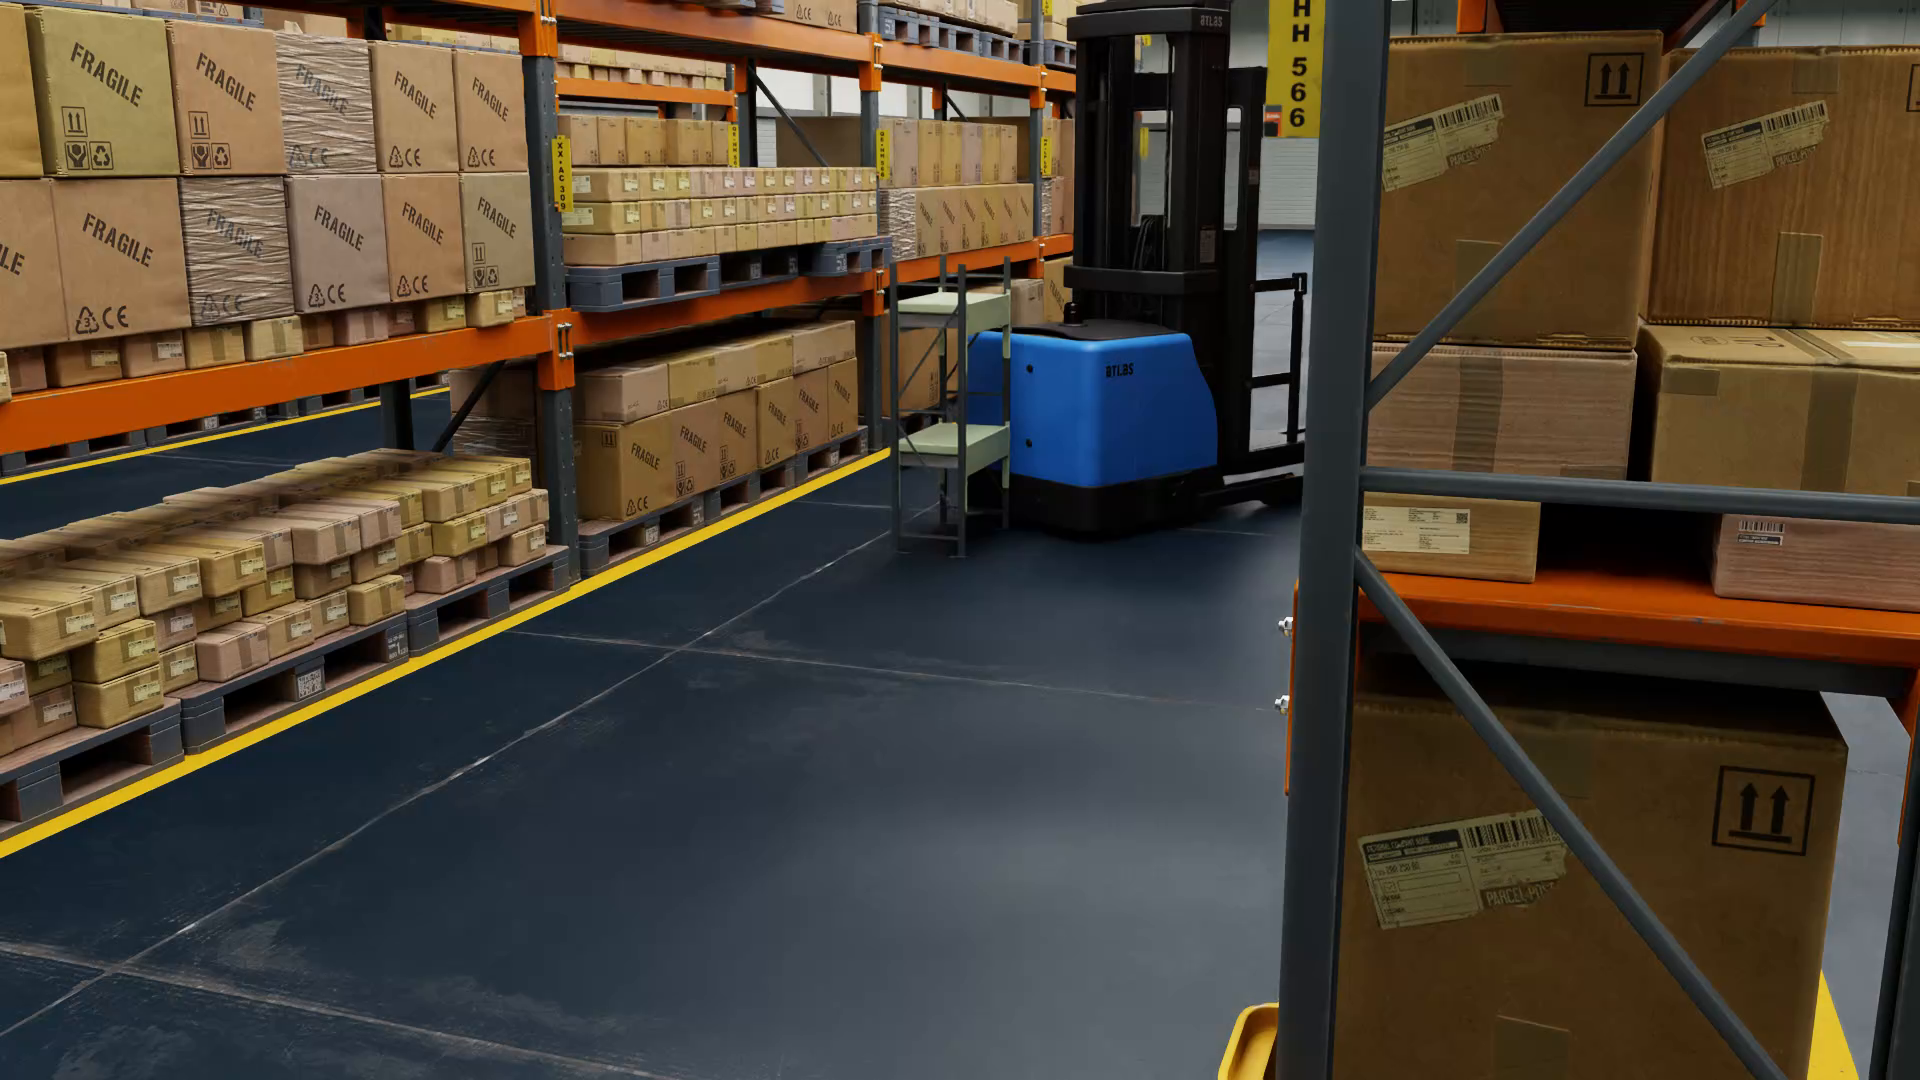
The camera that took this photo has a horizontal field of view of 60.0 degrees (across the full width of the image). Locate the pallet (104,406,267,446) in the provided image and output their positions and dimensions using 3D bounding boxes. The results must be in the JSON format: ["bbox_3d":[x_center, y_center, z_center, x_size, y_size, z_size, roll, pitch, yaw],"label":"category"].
[{"bbox_3d":[-6.084,-0.938,12.624,1.003,0.211,1.213,4,14,18],"label":"pallet"}]

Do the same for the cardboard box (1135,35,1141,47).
[{"bbox_3d":[1.653,-5.472,17.981,0.500,0.250,0.500,5,14,19],"label":"cardboard box"}]

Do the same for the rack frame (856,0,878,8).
[{"bbox_3d":[-1.041,-5.048,10.881,1.000,3.000,0.127,4,14,18],"label":"rack frame"}]

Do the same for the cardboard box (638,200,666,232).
[{"bbox_3d":[-1.691,-1.613,8.265,0.380,0.149,0.250,4,13,17],"label":"cardboard box"}]

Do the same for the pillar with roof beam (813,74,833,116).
[{"bbox_3d":[0.952,-10.822,36.180,9.100,9.000,0.400,4,14,18],"label":"pillar with roof beam"}]

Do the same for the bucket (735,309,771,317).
[{"bbox_3d":[-1.884,-2.305,16.286,0.726,0.611,0.620,10,26,38],"label":"bucket"}]

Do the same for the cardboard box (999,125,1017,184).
[{"bbox_3d":[0.098,-3.396,14.656,0.700,0.500,0.500,4,13,17],"label":"cardboard box"}]

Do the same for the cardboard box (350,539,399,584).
[{"bbox_3d":[-2.520,0.065,6.757,0.380,0.149,0.250,5,14,20],"label":"cardboard box"}]

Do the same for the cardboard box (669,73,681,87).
[{"bbox_3d":[-3.368,-5.175,18.742,0.380,0.149,0.250,4,14,18],"label":"cardboard box"}]

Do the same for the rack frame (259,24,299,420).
[{"bbox_3d":[-5.758,-2.458,13.017,1.000,3.000,0.127,4,14,18],"label":"rack frame"}]

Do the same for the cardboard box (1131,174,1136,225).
[{"bbox_3d":[1.470,-3.799,18.555,0.875,0.550,0.550,4,14,18],"label":"cardboard box"}]

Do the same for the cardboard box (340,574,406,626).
[{"bbox_3d":[-2.475,0.229,6.705,0.380,0.149,0.250,4,14,18],"label":"cardboard box"}]

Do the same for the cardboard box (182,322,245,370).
[{"bbox_3d":[-2.758,-0.693,5.847,0.380,0.149,0.250,5,14,20],"label":"cardboard box"}]

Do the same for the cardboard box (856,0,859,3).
[{"bbox_3d":[-0.782,-3.775,11.442,0.380,0.149,0.250,4,13,16],"label":"cardboard box"}]

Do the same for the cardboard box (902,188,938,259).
[{"bbox_3d":[-0.479,-2.354,12.336,0.500,0.500,0.500,4,14,18],"label":"cardboard box"}]

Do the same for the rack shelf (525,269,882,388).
[{"bbox_3d":[-1.688,-1.351,9.784,1.077,0.370,4.000,4,14,18],"label":"rack shelf"}]

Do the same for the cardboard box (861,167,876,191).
[{"bbox_3d":[-0.766,-2.359,10.867,0.380,0.149,0.250,4,13,16],"label":"cardboard box"}]

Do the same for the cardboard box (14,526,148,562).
[{"bbox_3d":[-3.231,0.056,6.126,0.380,0.149,0.250,4,13,17],"label":"cardboard box"}]

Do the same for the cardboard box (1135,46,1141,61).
[{"bbox_3d":[1.760,-5.306,18.151,0.380,0.149,0.250,4,14,18],"label":"cardboard box"}]

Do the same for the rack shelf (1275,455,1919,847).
[{"bbox_3d":[1.678,-0.131,4.436,1.077,0.370,4.000,4,14,18],"label":"rack shelf"}]

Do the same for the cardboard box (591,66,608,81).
[{"bbox_3d":[-3.899,-4.849,17.317,0.380,0.149,0.250,5,14,20],"label":"cardboard box"}]

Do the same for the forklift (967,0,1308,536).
[{"bbox_3d":[1.457,-1.705,9.872,3.031,2.935,1.130,-11,17,-41],"label":"forklift"}]

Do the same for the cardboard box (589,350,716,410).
[{"bbox_3d":[-1.676,-0.881,9.097,0.500,0.250,0.500,5,14,20],"label":"cardboard box"}]

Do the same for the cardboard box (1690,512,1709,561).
[{"bbox_3d":[1.540,-0.043,2.999,0.380,0.149,0.250,4,13,18],"label":"cardboard box"}]

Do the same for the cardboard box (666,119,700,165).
[{"bbox_3d":[-3.366,-4.480,18.734,0.700,0.500,0.500,4,14,18],"label":"cardboard box"}]

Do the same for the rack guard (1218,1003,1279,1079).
[{"bbox_3d":[1.023,1.164,2.767,1.175,0.500,0.348,4,14,18],"label":"rack guard"}]

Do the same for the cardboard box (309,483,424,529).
[{"bbox_3d":[-2.481,-0.133,6.958,0.380,0.149,0.250,5,14,20],"label":"cardboard box"}]

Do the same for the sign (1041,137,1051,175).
[{"bbox_3d":[0.770,-3.454,14.956,0.100,0.325,0.005,4,14,18],"label":"sign"}]

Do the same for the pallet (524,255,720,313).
[{"bbox_3d":[-1.950,-1.338,8.539,1.003,0.211,1.213,4,14,18],"label":"pallet"}]

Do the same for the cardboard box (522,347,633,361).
[{"bbox_3d":[-2.155,-0.915,9.243,0.500,0.250,0.500,5,14,21],"label":"cardboard box"}]

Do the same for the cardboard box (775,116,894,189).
[{"bbox_3d":[-0.886,-2.753,11.837,0.700,0.500,0.500,4,14,18],"label":"cardboard box"}]

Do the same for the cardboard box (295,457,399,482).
[{"bbox_3d":[-2.788,-0.274,7.575,0.380,0.149,0.250,5,14,21],"label":"cardboard box"}]

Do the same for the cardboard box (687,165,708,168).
[{"bbox_3d":[-3.250,-4.097,19.304,0.500,0.500,0.500,4,14,19],"label":"cardboard box"}]

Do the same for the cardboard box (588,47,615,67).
[{"bbox_3d":[-3.904,-5.017,17.155,0.500,0.250,0.500,4,14,18],"label":"cardboard box"}]

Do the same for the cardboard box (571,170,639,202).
[{"bbox_3d":[-1.773,-1.703,7.992,0.380,0.149,0.250,5,14,21],"label":"cardboard box"}]

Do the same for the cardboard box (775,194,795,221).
[{"bbox_3d":[-1.185,-1.942,9.707,0.380,0.149,0.250,5,14,20],"label":"cardboard box"}]

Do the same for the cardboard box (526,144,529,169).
[{"bbox_3d":[-4.396,-3.585,16.117,0.500,0.500,0.500,4,13,17],"label":"cardboard box"}]

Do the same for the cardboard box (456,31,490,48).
[{"bbox_3d":[-4.684,-4.655,15.293,0.500,0.250,0.500,5,14,19],"label":"cardboard box"}]

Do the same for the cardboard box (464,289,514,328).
[{"bbox_3d":[-2.187,-1.019,7.277,0.380,0.149,0.250,4,13,17],"label":"cardboard box"}]

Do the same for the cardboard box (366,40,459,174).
[{"bbox_3d":[-2.394,-1.734,6.706,0.500,0.500,0.500,4,13,17],"label":"cardboard box"}]

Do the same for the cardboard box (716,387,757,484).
[{"bbox_3d":[-1.519,-0.626,9.664,0.500,0.500,0.500,5,14,19],"label":"cardboard box"}]

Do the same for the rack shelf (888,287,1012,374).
[{"bbox_3d":[-0.041,-1.106,8.707,0.431,0.370,0.720,4,14,19],"label":"rack shelf"}]

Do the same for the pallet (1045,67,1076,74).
[{"bbox_3d":[0.924,-4.812,16.788,1.003,0.211,1.213,4,14,18],"label":"pallet"}]

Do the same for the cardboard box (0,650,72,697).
[{"bbox_3d":[-3.080,0.398,5.297,0.380,0.149,0.250,5,14,19],"label":"cardboard box"}]

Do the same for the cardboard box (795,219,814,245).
[{"bbox_3d":[-1.100,-1.853,9.986,0.380,0.149,0.250,4,13,16],"label":"cardboard box"}]

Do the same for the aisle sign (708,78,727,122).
[{"bbox_3d":[-2.875,-5.402,20.073,0.394,0.787,0.004,4,14,18],"label":"aisle sign"}]

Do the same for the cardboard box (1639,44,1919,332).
[{"bbox_3d":[1.603,-0.685,3.230,0.500,0.500,0.500,4,13,17],"label":"cardboard box"}]

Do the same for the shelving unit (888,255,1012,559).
[{"bbox_3d":[-0.041,-0.725,8.794,0.431,1.500,0.755,4,14,19],"label":"shelving unit"}]

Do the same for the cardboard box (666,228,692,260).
[{"bbox_3d":[-1.604,-1.524,8.545,0.380,0.149,0.250,4,14,19],"label":"cardboard box"}]

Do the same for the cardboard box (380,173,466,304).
[{"bbox_3d":[-2.394,-1.243,6.800,0.500,0.500,0.500,4,13,17],"label":"cardboard box"}]

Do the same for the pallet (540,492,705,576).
[{"bbox_3d":[-2.085,-0.085,8.888,1.003,0.211,1.213,4,14,18],"label":"pallet"}]

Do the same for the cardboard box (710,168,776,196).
[{"bbox_3d":[-1.271,-2.032,9.435,0.380,0.149,0.250,5,14,20],"label":"cardboard box"}]

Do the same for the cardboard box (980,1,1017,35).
[{"bbox_3d":[0.176,-4.448,14.161,0.500,0.250,0.500,5,14,19],"label":"cardboard box"}]

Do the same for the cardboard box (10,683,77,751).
[{"bbox_3d":[-3.076,0.545,5.320,0.380,0.149,0.250,5,14,19],"label":"cardboard box"}]

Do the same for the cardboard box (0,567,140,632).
[{"bbox_3d":[-2.959,0.202,5.488,0.380,0.149,0.250,4,13,16],"label":"cardboard box"}]
